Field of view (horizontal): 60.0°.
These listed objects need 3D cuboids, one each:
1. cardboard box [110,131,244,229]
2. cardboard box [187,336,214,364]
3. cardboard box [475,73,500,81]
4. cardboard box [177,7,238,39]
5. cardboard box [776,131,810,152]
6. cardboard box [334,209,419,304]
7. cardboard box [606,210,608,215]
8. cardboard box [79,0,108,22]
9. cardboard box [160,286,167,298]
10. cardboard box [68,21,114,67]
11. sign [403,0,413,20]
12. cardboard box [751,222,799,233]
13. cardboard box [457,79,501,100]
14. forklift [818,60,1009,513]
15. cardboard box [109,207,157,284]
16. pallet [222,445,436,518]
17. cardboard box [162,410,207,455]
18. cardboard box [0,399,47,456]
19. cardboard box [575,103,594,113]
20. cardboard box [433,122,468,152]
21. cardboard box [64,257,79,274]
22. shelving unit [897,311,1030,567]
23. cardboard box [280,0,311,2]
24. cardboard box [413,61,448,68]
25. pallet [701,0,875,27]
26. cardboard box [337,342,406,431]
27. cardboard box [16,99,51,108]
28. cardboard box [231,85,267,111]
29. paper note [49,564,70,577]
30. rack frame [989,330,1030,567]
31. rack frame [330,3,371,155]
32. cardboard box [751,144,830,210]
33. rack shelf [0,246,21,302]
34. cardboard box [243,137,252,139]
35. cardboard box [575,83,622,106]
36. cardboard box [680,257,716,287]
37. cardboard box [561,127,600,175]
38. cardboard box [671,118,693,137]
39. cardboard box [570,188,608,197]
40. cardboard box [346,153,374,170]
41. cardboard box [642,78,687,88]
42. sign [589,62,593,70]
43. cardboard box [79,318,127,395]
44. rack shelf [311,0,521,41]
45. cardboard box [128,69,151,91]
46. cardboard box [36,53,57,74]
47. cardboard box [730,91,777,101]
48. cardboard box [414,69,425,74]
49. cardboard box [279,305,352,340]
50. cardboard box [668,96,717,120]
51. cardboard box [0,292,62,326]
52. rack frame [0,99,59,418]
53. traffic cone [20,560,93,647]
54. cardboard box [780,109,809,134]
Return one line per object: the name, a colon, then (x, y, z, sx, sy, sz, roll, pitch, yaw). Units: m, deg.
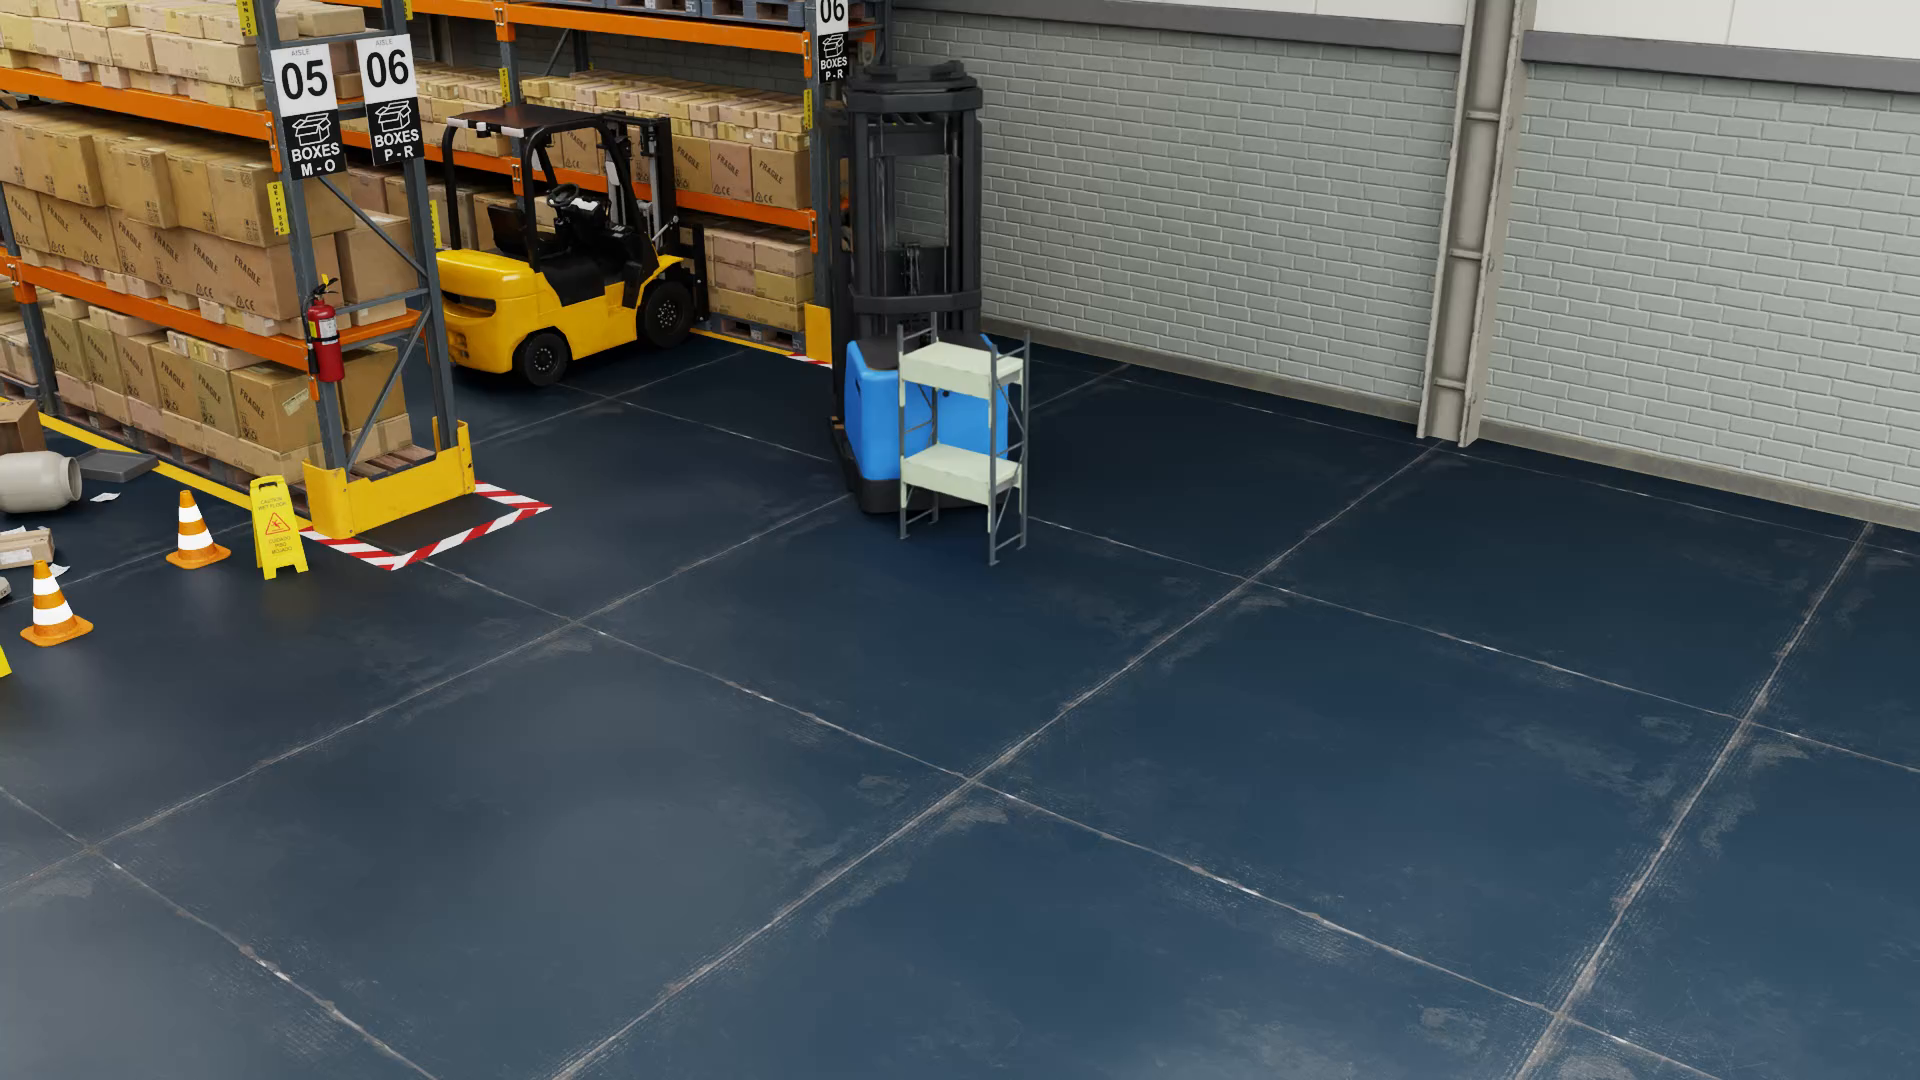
cardboard box: (-5.328, -2.483, 11.432, 0.500, 0.500, 0.700, 16, 29, 33)
cardboard box: (-5.249, -1.388, 11.834, 0.250, 0.149, 0.380, 17, 29, 34)
cardboard box: (-4.897, -4.839, 17.585, 0.250, 0.149, 0.380, 16, 29, 33)
cardboard box: (-4.764, -3.315, 10.656, 0.250, 0.149, 0.380, 16, 29, 33)
cardboard box: (-1.390, -3.514, 14.576, 0.250, 0.149, 0.380, 17, 29, 34)
cardboard box: (-4.131, -1.961, 11.488, 0.500, 0.500, 0.500, 16, 29, 33)
cardboard box: (-3.138, -3.075, 16.158, 0.500, 0.250, 0.500, 18, 29, 35)
cardboard box: (-5.769, -3.635, 11.381, 0.250, 0.149, 0.380, 17, 29, 34)
cardboard box: (-5.557, -1.858, 12.058, 0.250, 0.149, 0.380, 17, 29, 33)
cardboard box: (-5.715, -3.420, 11.388, 0.500, 0.250, 0.500, 17, 29, 34)
sign: (-3.593, -3.523, 10.722, 0.005, 0.325, 0.100, 17, 29, 33)
cardboard box: (-1.617, -2.866, 15.684, 0.500, 0.250, 0.500, 17, 29, 33)
cardboard box: (-4.933, -4.631, 17.113, 0.250, 0.149, 0.380, 17, 29, 33)
forklift: (-0.434, -2.093, 12.365, 1.130, 2.935, 3.031, -4, 24, -10)
cardboard box: (-5.708, -2.173, 11.969, 0.500, 0.500, 0.500, 17, 29, 34)
pallet: (-4.608, -0.526, 12.181, 1.213, 0.211, 1.003, 17, 29, 33)
cardboard box: (-5.558, -0.871, 12.395, 0.500, 0.250, 0.500, 16, 28, 31)
cardboard box: (-7.078, -0.702, 12.220, 0.500, 0.500, 0.500, -5, 24, -12)
cardboard box: (-3.461, -4.126, 15.966, 0.250, 0.149, 0.380, 18, 29, 34)
cardboard box: (-5.111, -4.234, 17.325, 0.500, 0.250, 0.500, 17, 29, 33)
cardboard box: (-6.595, -2.149, 12.719, 0.250, 0.149, 0.380, 17, 29, 33)
shelving unit: (0.020, -0.666, 10.902, 0.755, 1.500, 0.431, 16, 28, 32)
cardboard box: (-4.611, -3.571, 11.236, 0.250, 0.149, 0.380, 17, 29, 33)
cardboard box: (-5.867, -5.173, 18.343, 0.250, 0.149, 0.380, 16, 29, 32)
pallet: (-1.494, -4.689, 14.562, 1.213, 0.211, 1.003, 17, 29, 33)
cardboard box: (-4.417, -1.142, 12.082, 0.500, 0.500, 0.500, 16, 28, 32)
cardboard box: (-13.315, -5.918, 23.537, 0.637, 0.503, 0.797, 16, 28, 31)
cardboard box: (-4.371, -2.829, 10.542, 0.250, 0.149, 0.380, 17, 29, 34)
paper note: (-5.868, 0.197, 10.765, 0.142, 0.019, 0.148, 7, 25, 15)
rack frame: (0.317, -0.580, 10.707, 0.023, 1.500, 0.400, 16, 28, 32)
rack frame: (-7.346, -5.112, 19.133, 0.127, 3.000, 1.000, 17, 29, 33)
cardboard box: (-1.496, -3.258, 14.800, 0.500, 0.500, 0.500, 16, 28, 32)
rack shelf: (-8.719, -2.697, 14.543, 4.000, 0.370, 1.077, 17, 29, 33)
cardboard box: (-8.698, -4.768, 20.125, 0.250, 0.149, 0.380, 16, 29, 33)
cardboard box: (-3.451, -4.263, 15.907, 0.250, 0.149, 0.380, 18, 29, 34)
cardboard box: (-2.342, -2.600, 15.700, 0.500, 0.250, 0.500, 16, 28, 32)
cardboard box: (-3.520, -3.879, 16.209, 0.500, 0.500, 0.500, 17, 29, 34)
cardboard box: (-2.431, -3.816, 15.262, 0.250, 0.149, 0.380, 17, 29, 34)
cardboard box: (-3.635, -3.480, 17.077, 0.500, 0.250, 0.500, 17, 29, 34)
cardboard box: (-6.855, -4.063, 19.175, 0.625, 0.625, 0.875, 18, 29, 35)
cardboard box: (-2.879, -4.401, 16.220, 0.250, 0.149, 0.380, 16, 29, 32)
sign: (-3.813, -4.757, 17.154, 0.005, 0.325, 0.100, 17, 29, 33)
cardboard box: (-6.373, -1.464, 12.812, 0.500, 0.500, 0.500, 18, 30, 35)
rack shelf: (-5.745, -5.672, 17.575, 4.000, 0.370, 1.077, 17, 29, 33)
cardboard box: (-5.379, -3.148, 11.265, 0.250, 0.149, 0.380, 16, 28, 32)
cardboard box: (-6.400, -3.467, 11.990, 0.250, 0.149, 0.380, 18, 29, 35)
cardboard box: (-1.909, -4.060, 15.448, 0.250, 0.149, 0.380, 18, 29, 35)
cardboard box: (-5.962, -4.942, 17.819, 0.250, 0.149, 0.380, 17, 29, 33)
cardboard box: (-4.346, -1.482, 11.205, 0.250, 0.149, 0.380, 18, 29, 35)
cardboard box: (-2.439, -3.951, 15.200, 0.250, 0.149, 0.380, 17, 29, 34)
cardboard box: (-8.117, -1.831, 14.424, 0.625, 0.372, 0.950, 19, 30, 36)
rack frame: (-7.119, -2.543, 13.301, 0.127, 3.000, 1.000, 17, 29, 33)
traffic cone: (-5.430, 0.338, 9.909, 0.334, 0.463, 0.336, 17, 29, 33)
cardboard box: (-1.357, -3.675, 14.573, 0.250, 0.149, 0.380, 17, 29, 33)
